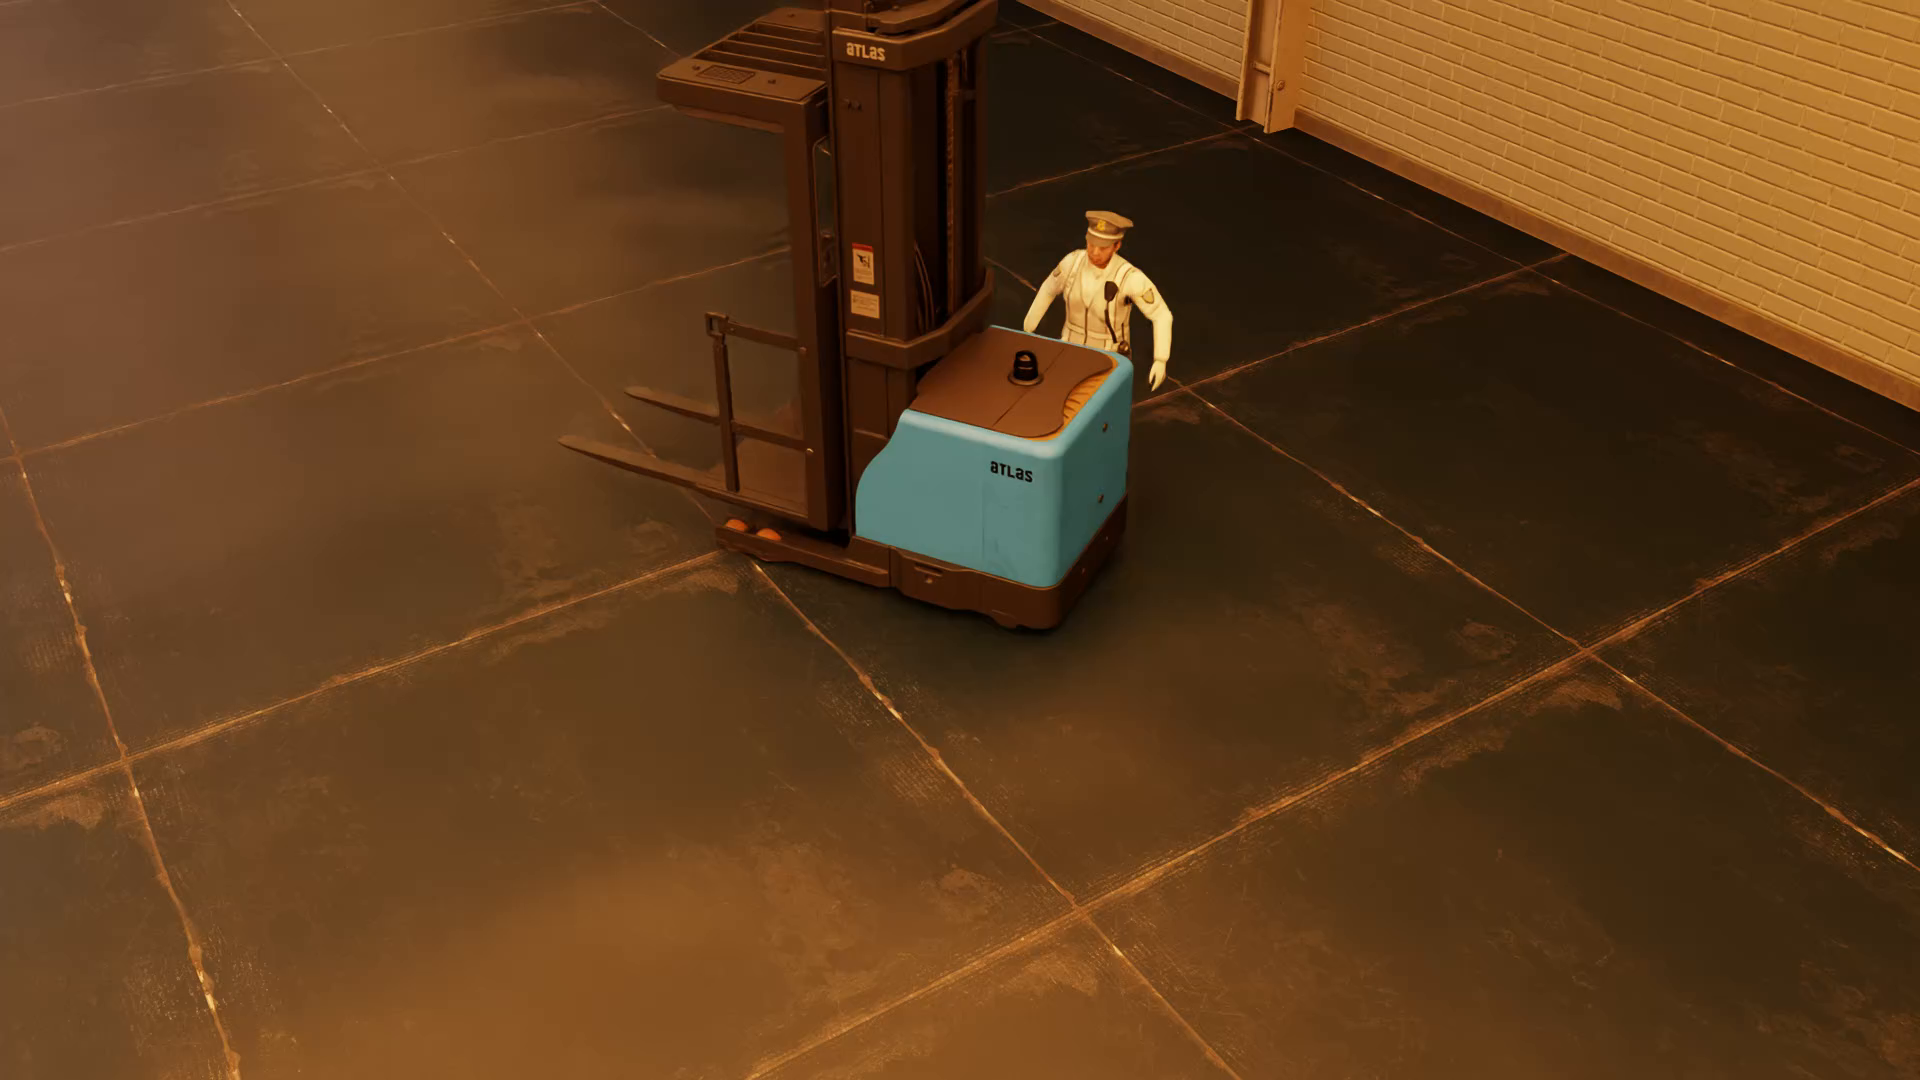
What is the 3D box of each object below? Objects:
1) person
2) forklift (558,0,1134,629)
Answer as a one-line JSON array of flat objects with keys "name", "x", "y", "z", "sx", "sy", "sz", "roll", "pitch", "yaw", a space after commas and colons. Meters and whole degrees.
[{"name": "person", "x": 0.663, "y": -0.917, "z": 8.600, "sx": 0.814, "sy": 1.631, "sz": 0.524, "roll": 19, "pitch": 39, "yaw": 25}, {"name": "forklift", "x": -0.694, "y": -1.345, "z": 8.062, "sx": 3.031, "sy": 2.935, "sz": 1.130, "roll": 16, "pitch": 38, "yaw": 21}]
